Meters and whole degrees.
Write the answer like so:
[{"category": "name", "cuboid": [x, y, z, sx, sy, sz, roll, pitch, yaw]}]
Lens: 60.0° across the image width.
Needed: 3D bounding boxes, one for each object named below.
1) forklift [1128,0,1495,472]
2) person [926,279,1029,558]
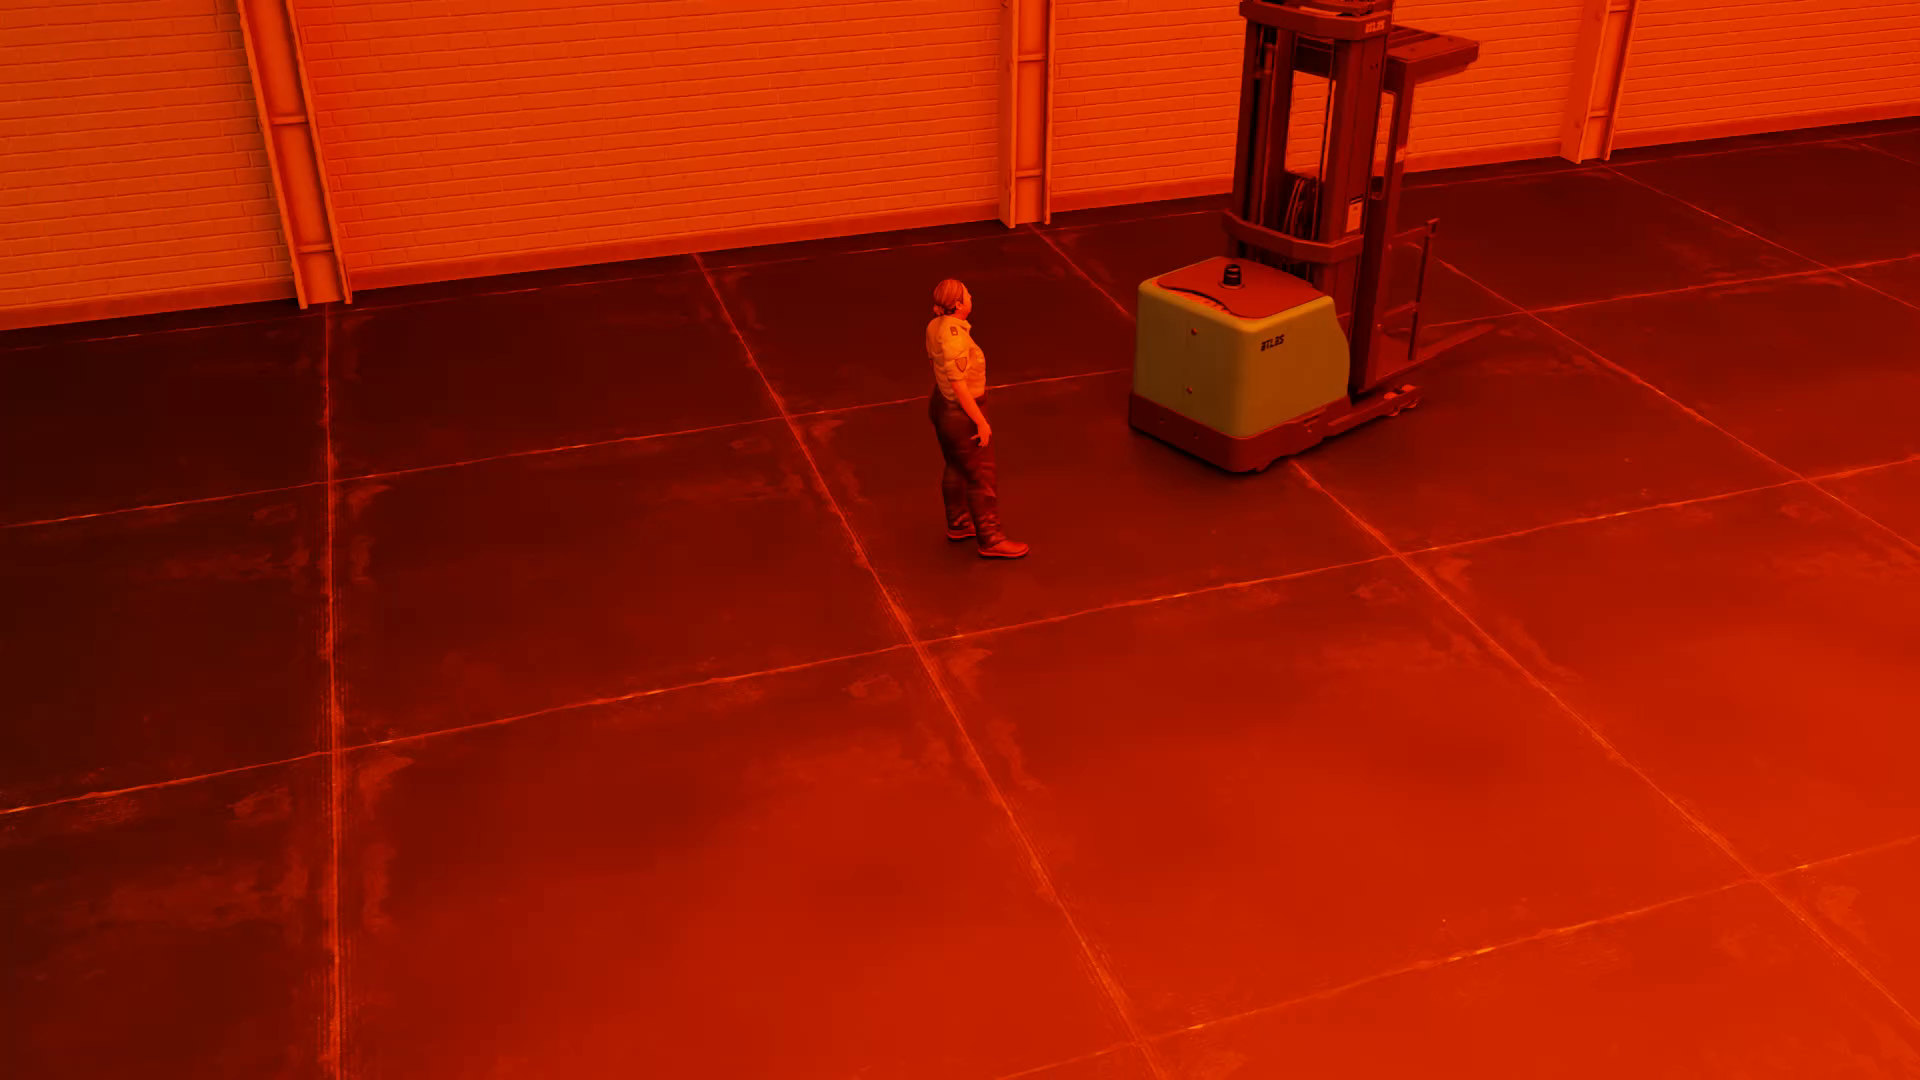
[{"category": "forklift", "cuboid": [2.594, -2.304, 11.091, 3.031, 2.935, 1.130, -23, 37, -34]}, {"category": "person", "cuboid": [0.093, -0.723, 9.618, 0.502, 1.651, 0.598, -10, 31, -16]}]
